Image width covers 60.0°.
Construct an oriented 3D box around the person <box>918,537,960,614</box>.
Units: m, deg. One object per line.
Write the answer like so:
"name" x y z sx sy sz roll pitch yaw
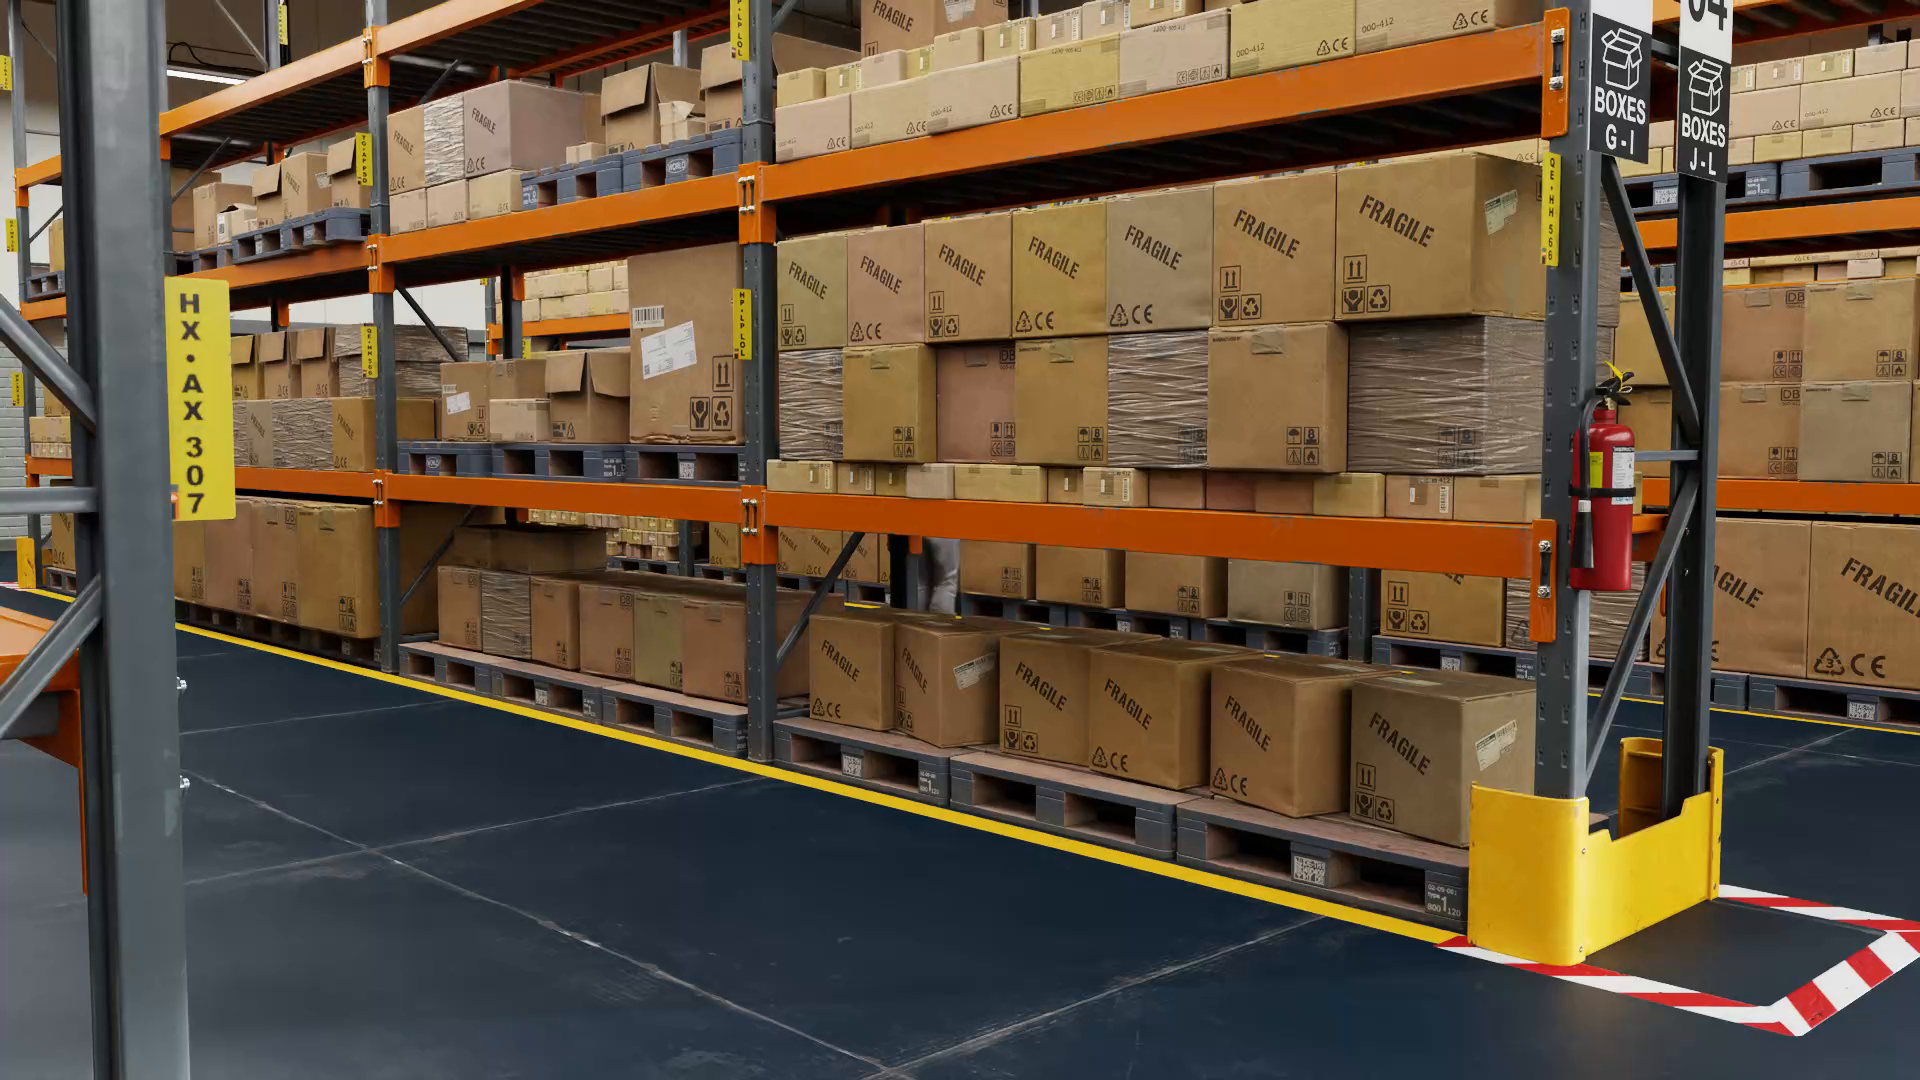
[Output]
"person" -0.133 -0.085 11.921 0.587 1.758 0.502 -4 5 -44
